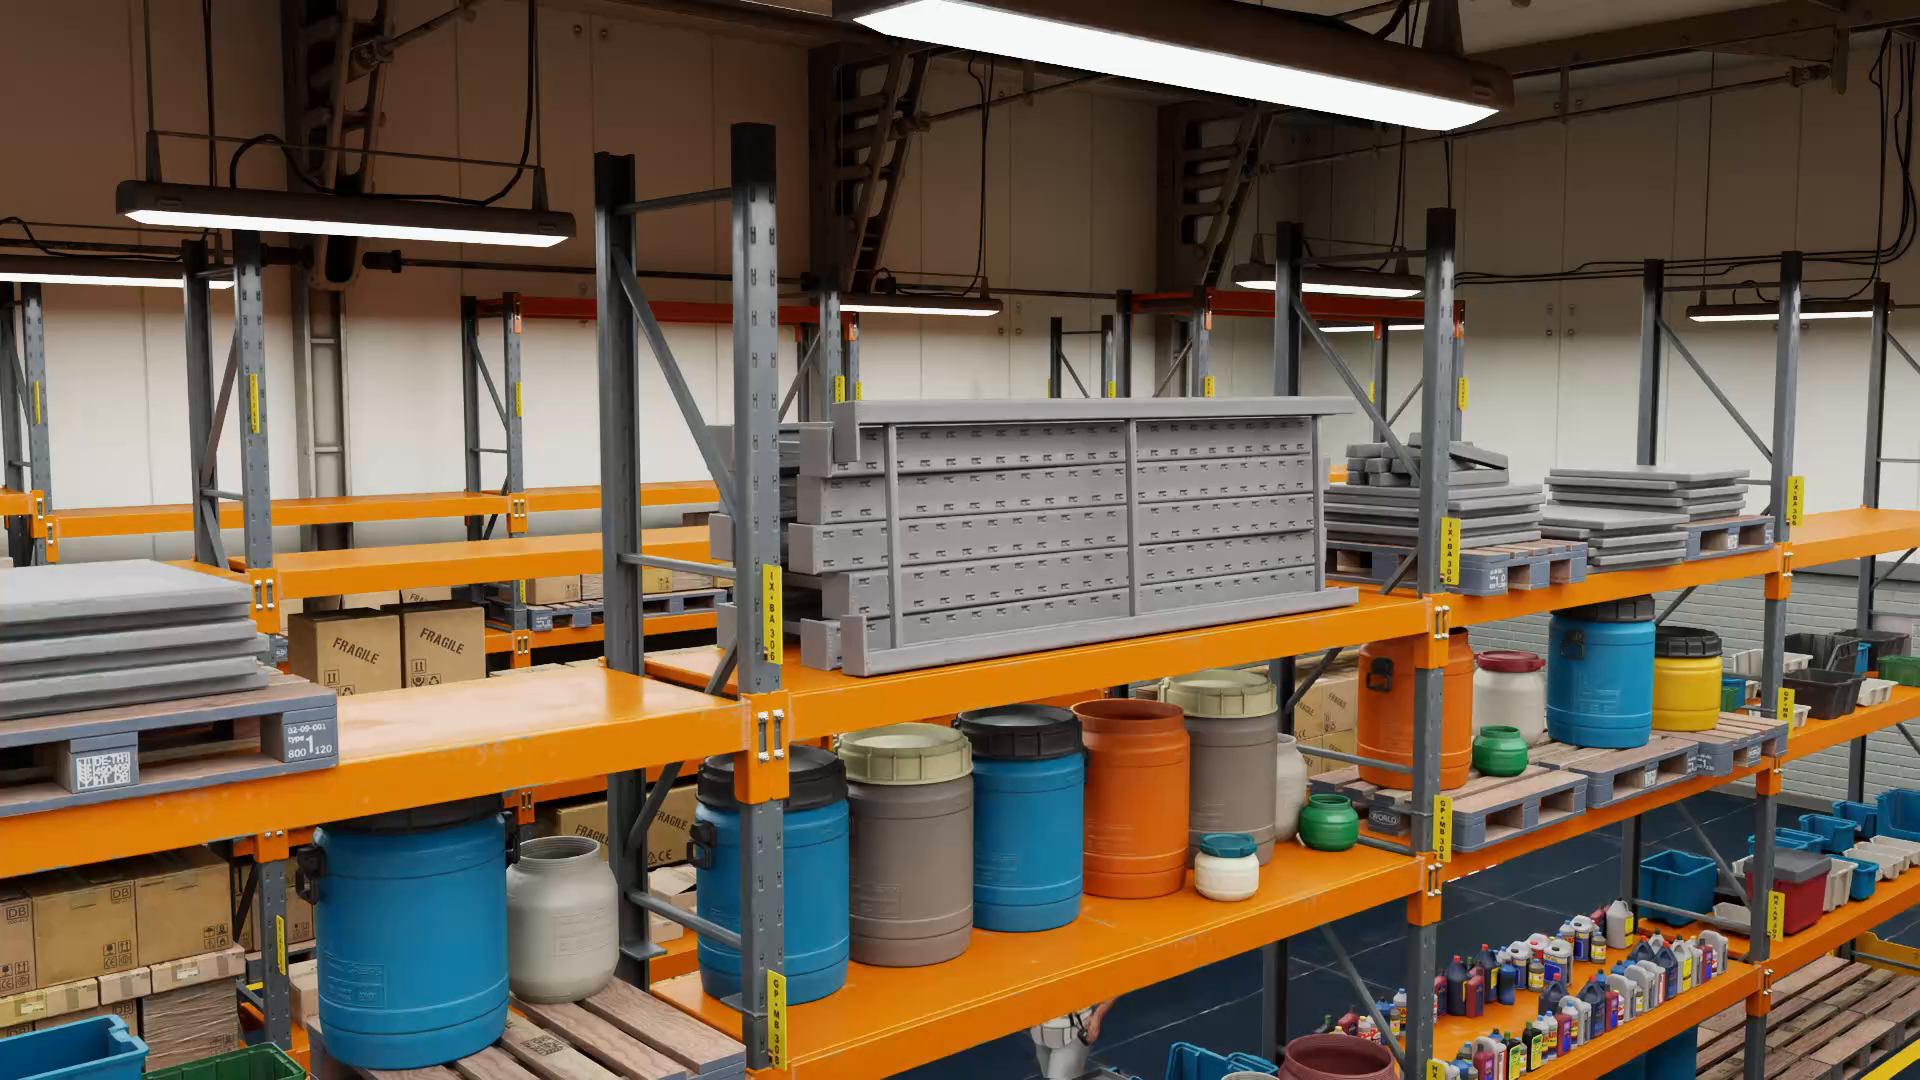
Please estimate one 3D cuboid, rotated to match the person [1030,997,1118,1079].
[{"bbox_3d":[0.666,3.268,10.857,0.643,1.852,0.819,5,7,42],"label":"person"}]
